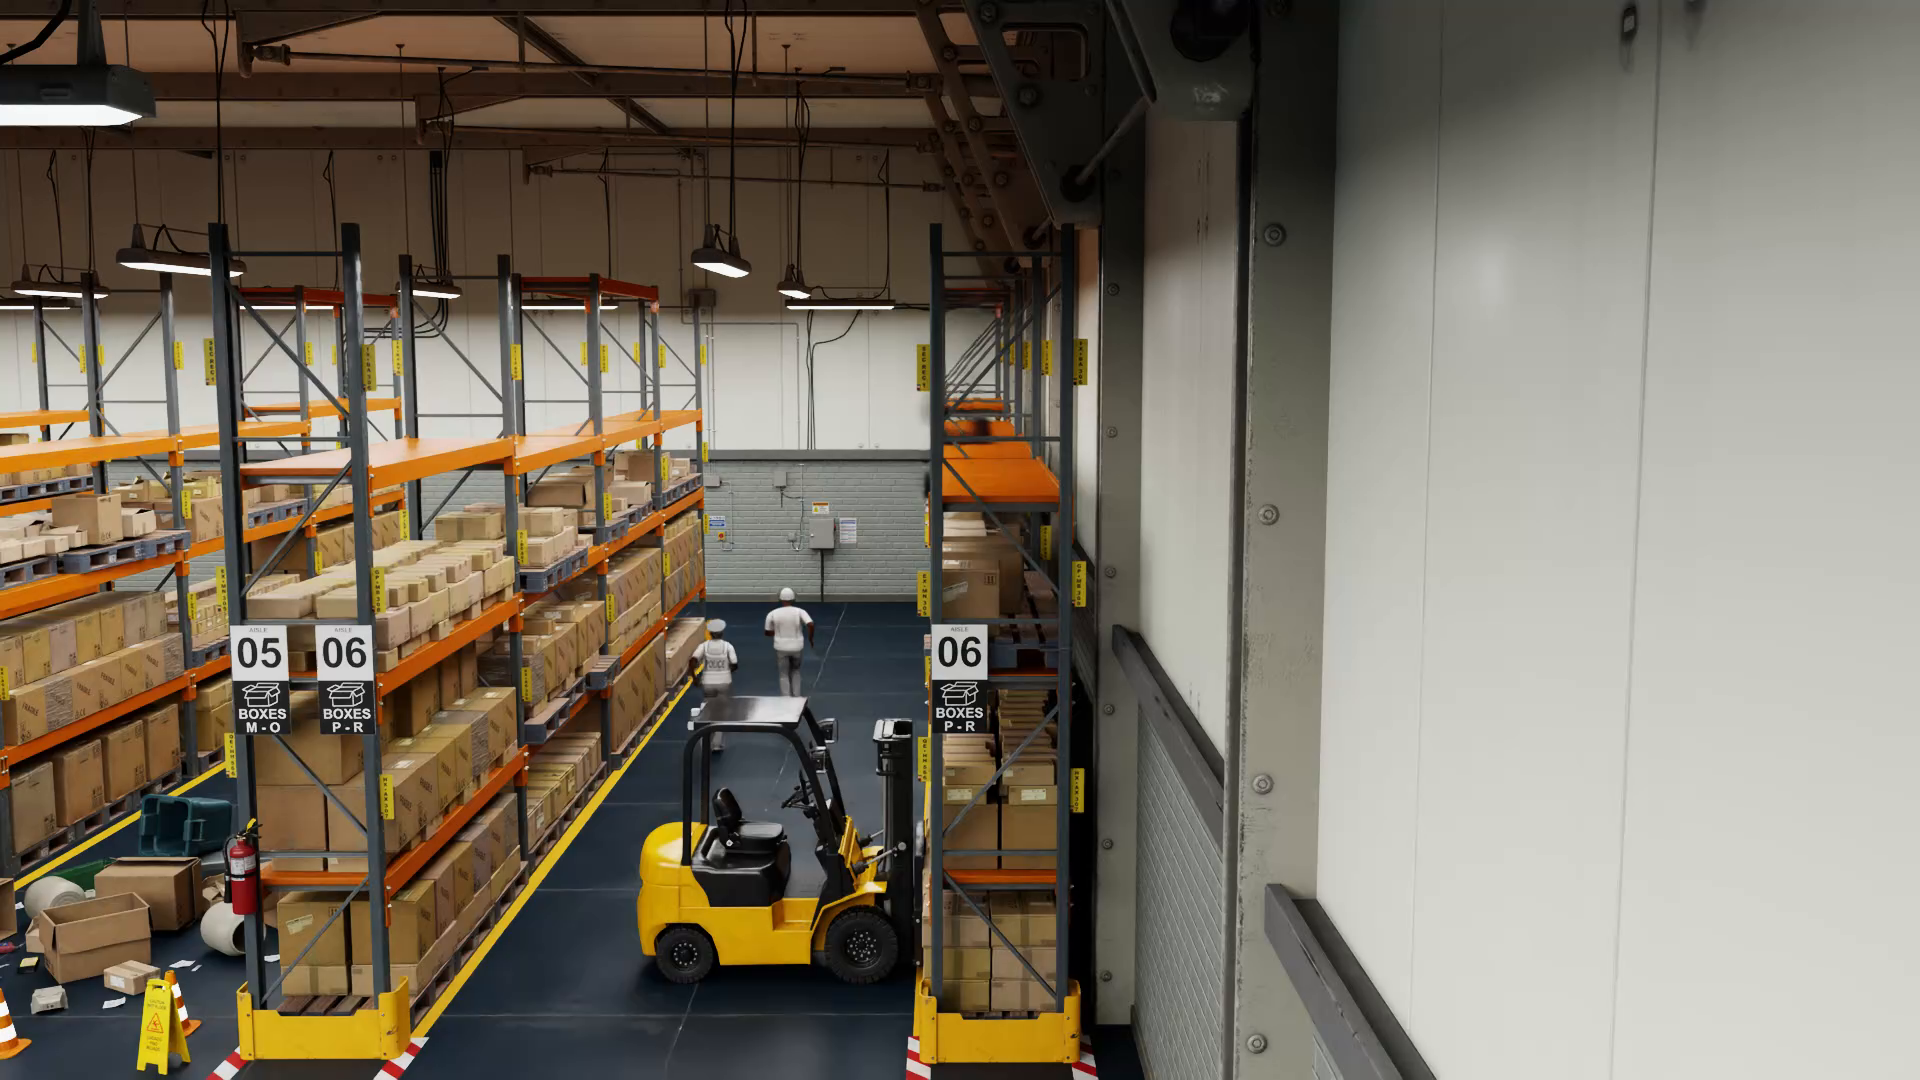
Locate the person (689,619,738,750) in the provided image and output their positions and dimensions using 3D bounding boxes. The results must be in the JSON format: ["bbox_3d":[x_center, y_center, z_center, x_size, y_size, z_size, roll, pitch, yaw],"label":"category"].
[{"bbox_3d":[-3.142,1.855,21.335,0.596,1.690,0.644,0,7,2],"label":"person"}]

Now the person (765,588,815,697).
[{"bbox_3d":[-2.410,1.563,23.456,0.675,1.803,0.733,-1,7,-12],"label":"person"}]
